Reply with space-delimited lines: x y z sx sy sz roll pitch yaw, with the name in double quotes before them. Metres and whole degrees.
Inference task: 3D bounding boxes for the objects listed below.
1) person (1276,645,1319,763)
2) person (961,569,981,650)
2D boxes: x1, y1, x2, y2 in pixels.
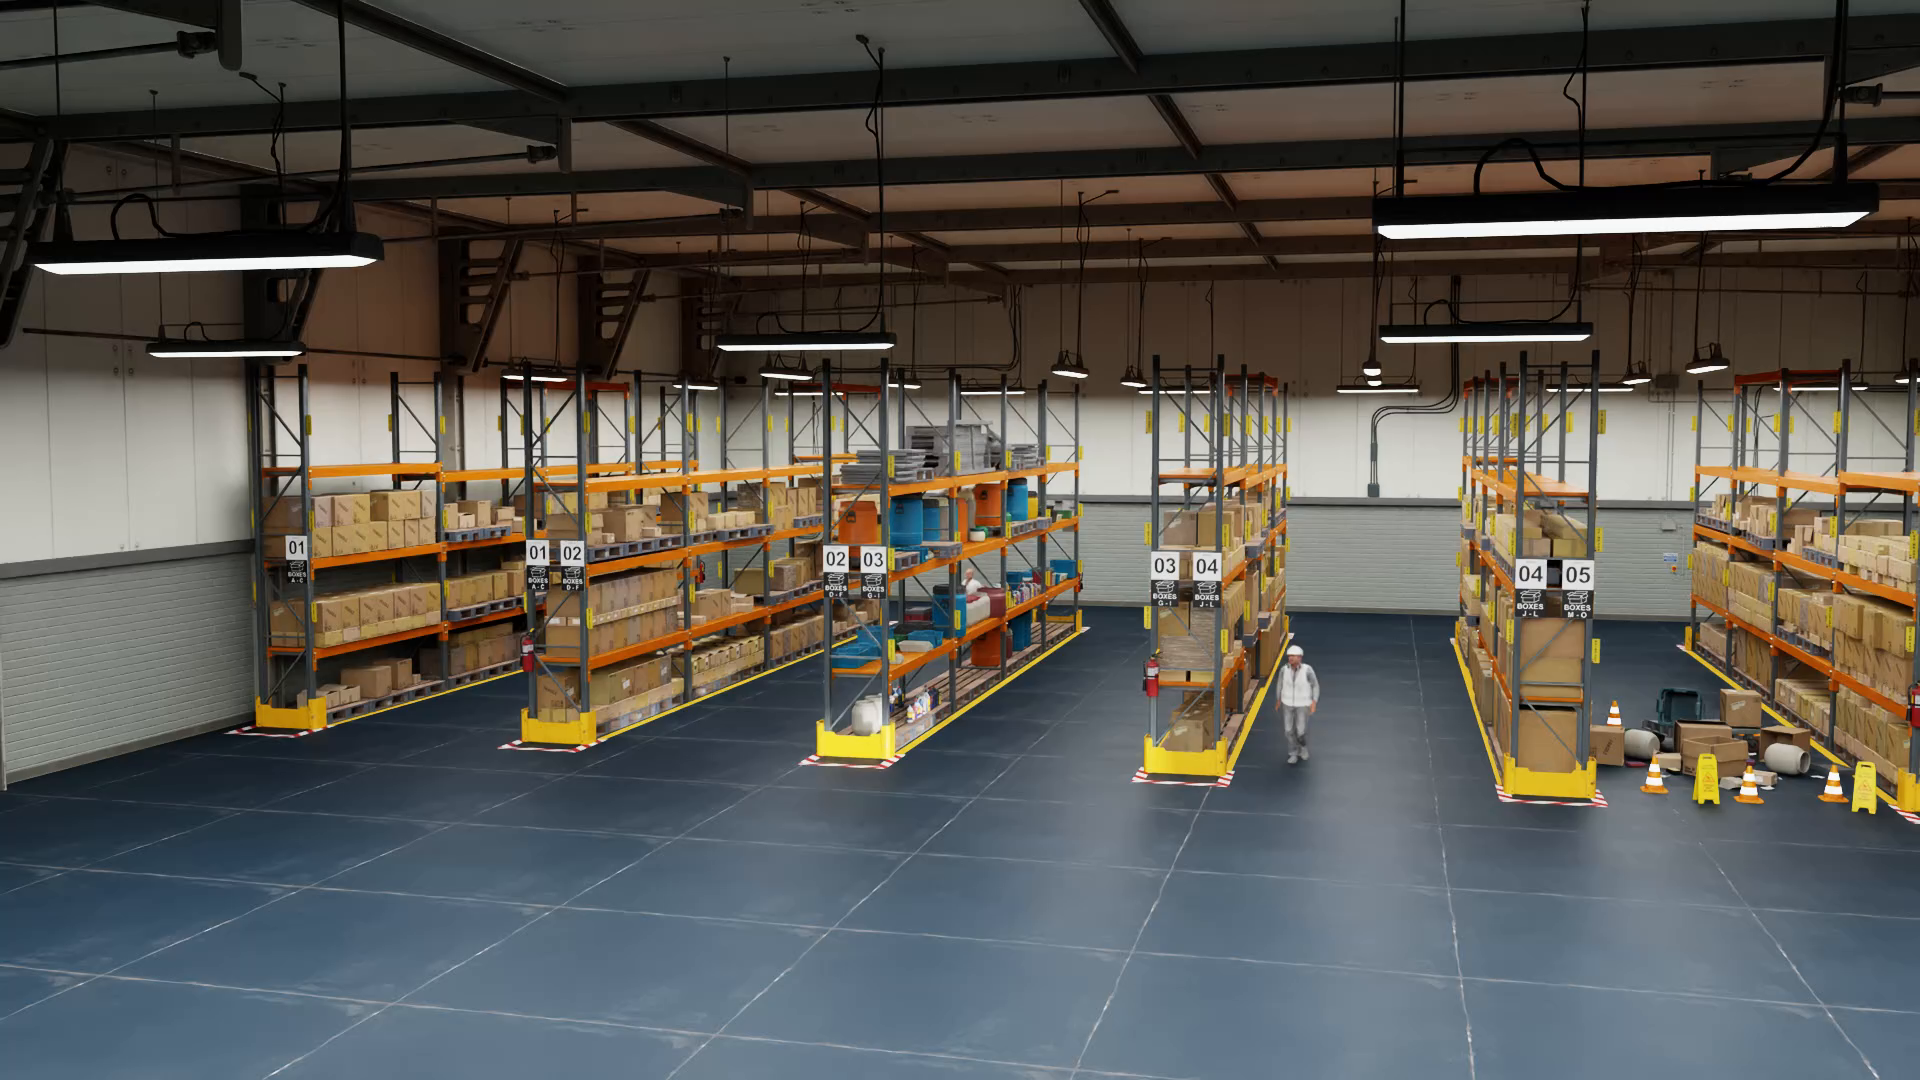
"person" 5.020 2.429 24.693 0.631 1.759 0.505 2 4 28
"person" 0.155 1.540 37.434 0.575 1.776 0.962 4 5 44
